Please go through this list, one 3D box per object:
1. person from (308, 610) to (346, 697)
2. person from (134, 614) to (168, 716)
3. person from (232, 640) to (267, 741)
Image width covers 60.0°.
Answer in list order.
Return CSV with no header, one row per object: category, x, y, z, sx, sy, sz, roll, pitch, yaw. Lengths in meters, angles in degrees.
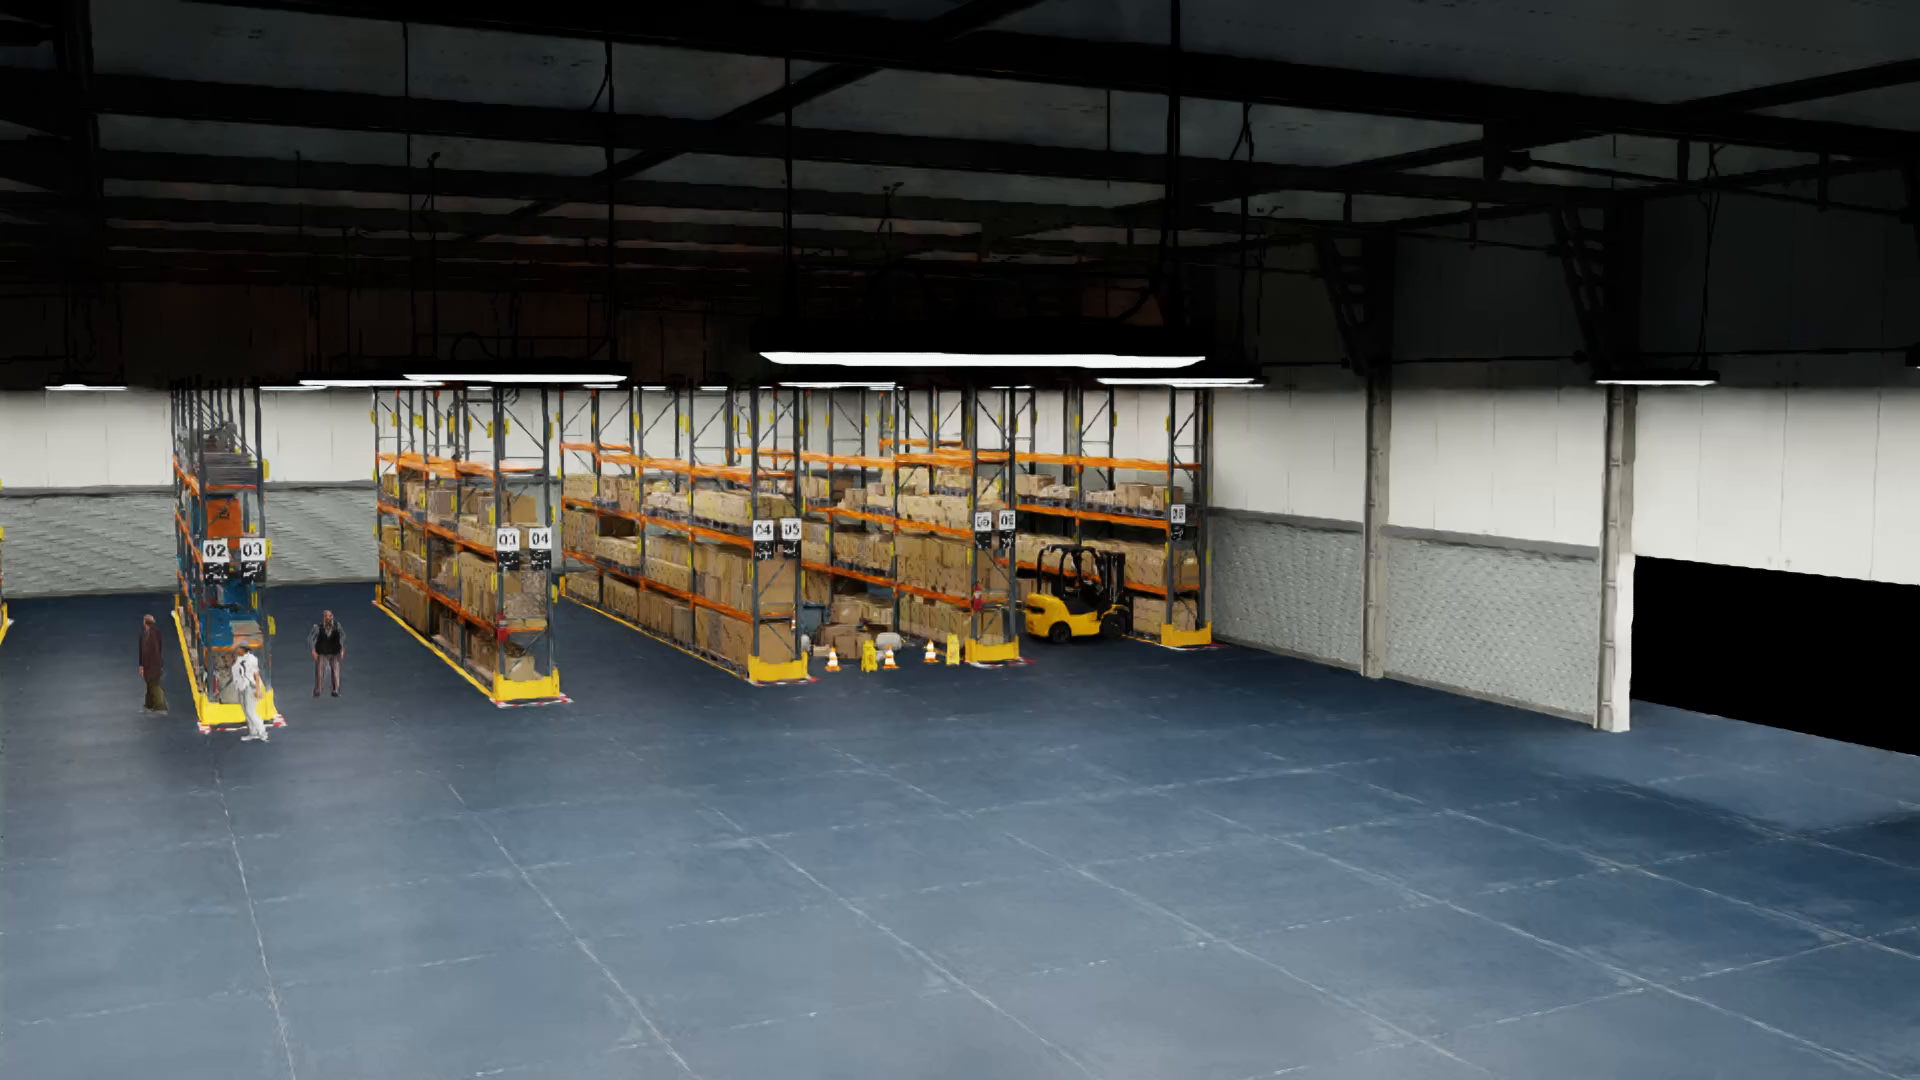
person,-11.849,2.126,31.167,0.677,1.674,0.534,-3,6,-28
person,-14.374,2.252,29.467,0.642,1.668,0.691,-1,5,-8
person,-11.668,2.463,27.291,0.601,1.658,0.405,4,6,38
